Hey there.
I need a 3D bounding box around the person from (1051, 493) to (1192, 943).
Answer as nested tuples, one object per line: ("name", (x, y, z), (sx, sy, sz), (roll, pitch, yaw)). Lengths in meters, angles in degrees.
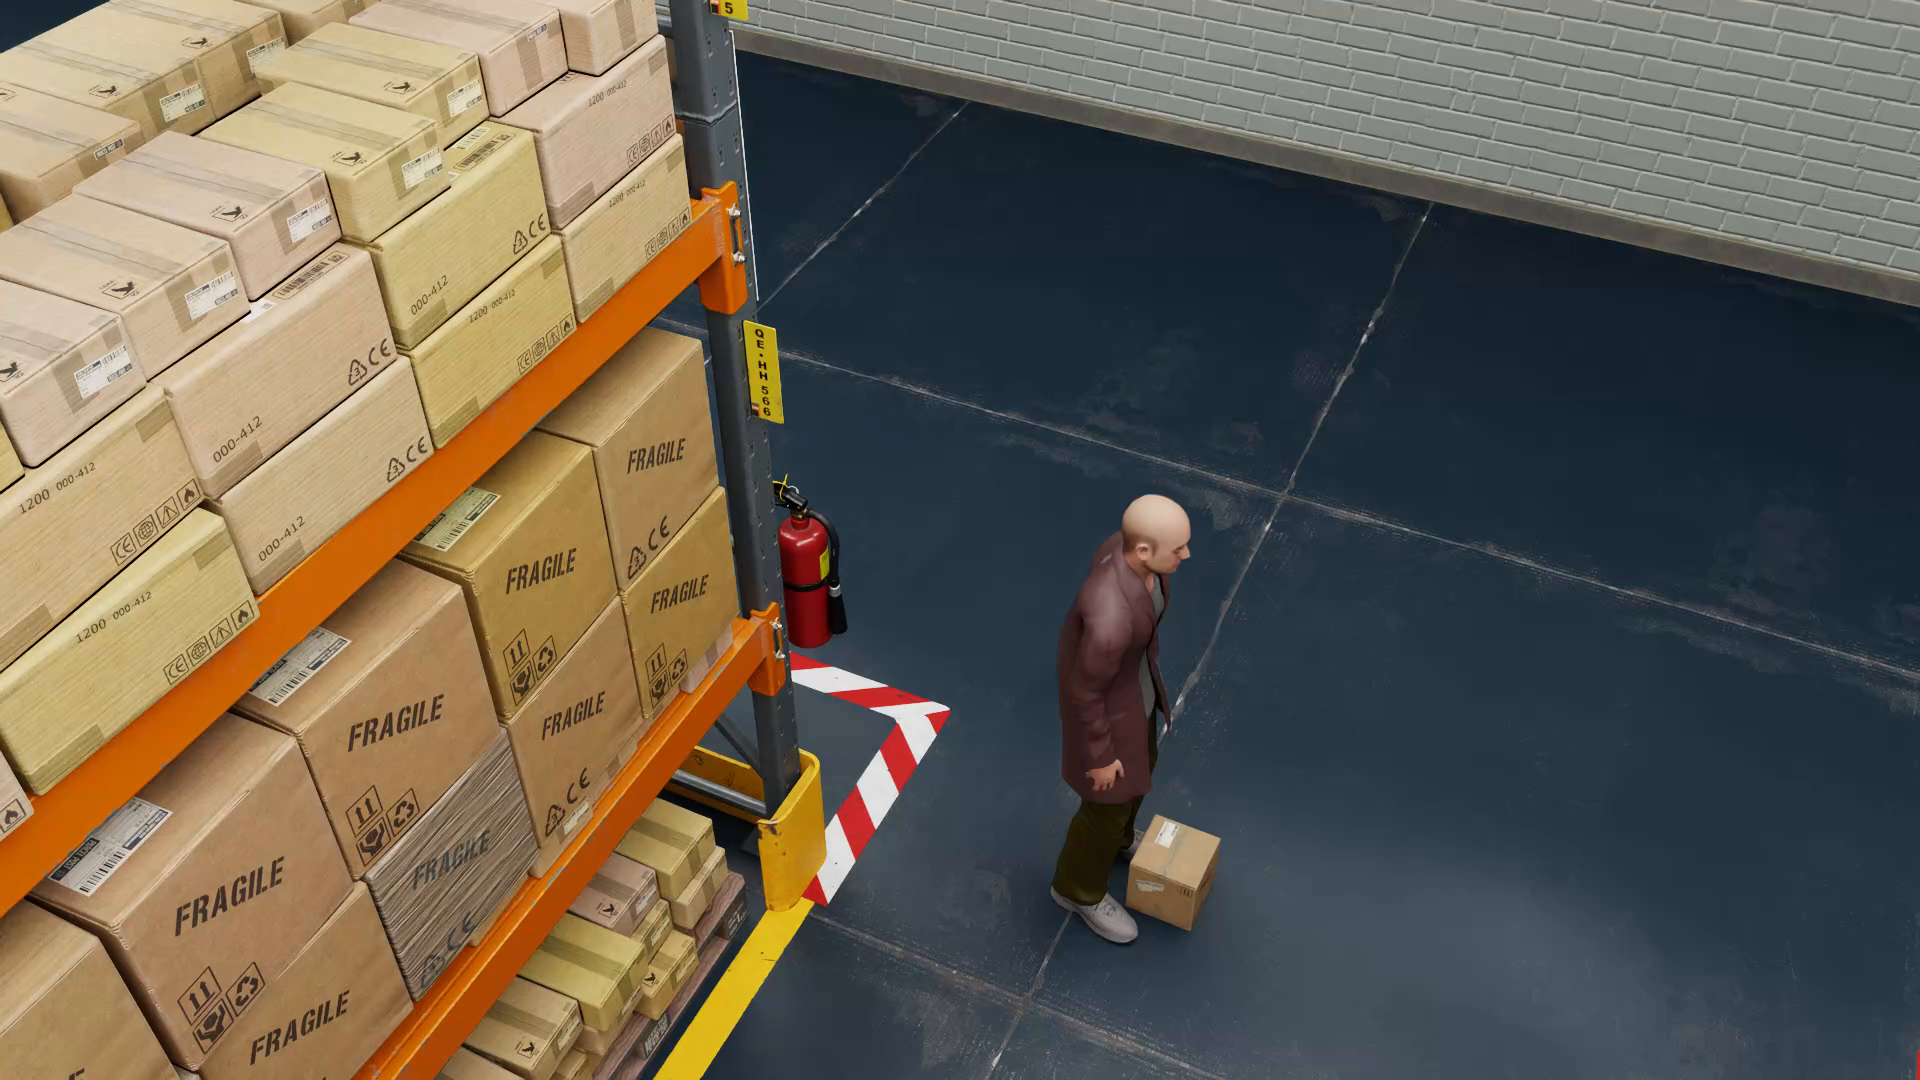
("person", (0.543, 0.548, 5.550), (0.419, 1.775, 0.655), (15, 44, 17))
